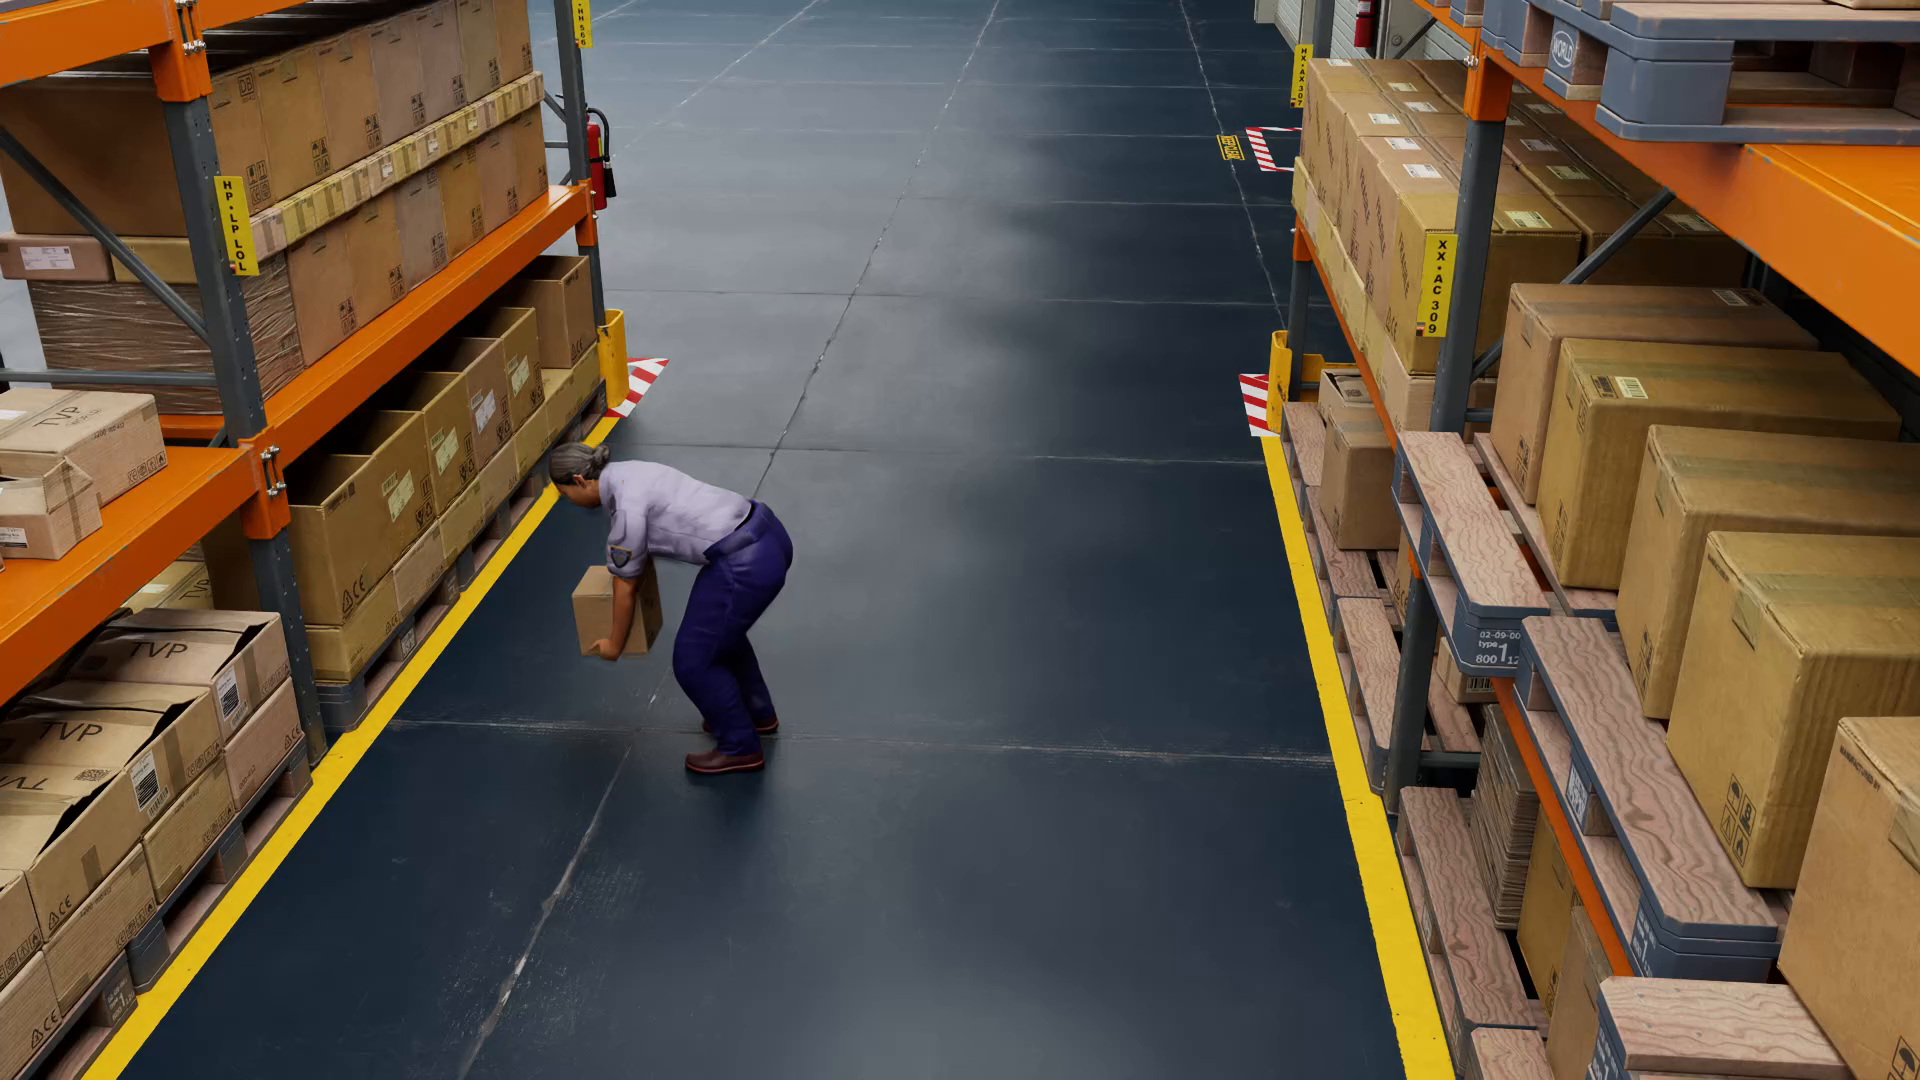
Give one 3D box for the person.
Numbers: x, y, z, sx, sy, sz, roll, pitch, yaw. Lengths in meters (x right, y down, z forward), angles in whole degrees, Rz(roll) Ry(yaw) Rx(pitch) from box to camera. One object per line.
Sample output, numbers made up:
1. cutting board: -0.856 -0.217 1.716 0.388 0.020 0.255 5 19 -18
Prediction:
1. person: -1.039 0.225 6.118 0.844 1.249 0.475 1 25 2
